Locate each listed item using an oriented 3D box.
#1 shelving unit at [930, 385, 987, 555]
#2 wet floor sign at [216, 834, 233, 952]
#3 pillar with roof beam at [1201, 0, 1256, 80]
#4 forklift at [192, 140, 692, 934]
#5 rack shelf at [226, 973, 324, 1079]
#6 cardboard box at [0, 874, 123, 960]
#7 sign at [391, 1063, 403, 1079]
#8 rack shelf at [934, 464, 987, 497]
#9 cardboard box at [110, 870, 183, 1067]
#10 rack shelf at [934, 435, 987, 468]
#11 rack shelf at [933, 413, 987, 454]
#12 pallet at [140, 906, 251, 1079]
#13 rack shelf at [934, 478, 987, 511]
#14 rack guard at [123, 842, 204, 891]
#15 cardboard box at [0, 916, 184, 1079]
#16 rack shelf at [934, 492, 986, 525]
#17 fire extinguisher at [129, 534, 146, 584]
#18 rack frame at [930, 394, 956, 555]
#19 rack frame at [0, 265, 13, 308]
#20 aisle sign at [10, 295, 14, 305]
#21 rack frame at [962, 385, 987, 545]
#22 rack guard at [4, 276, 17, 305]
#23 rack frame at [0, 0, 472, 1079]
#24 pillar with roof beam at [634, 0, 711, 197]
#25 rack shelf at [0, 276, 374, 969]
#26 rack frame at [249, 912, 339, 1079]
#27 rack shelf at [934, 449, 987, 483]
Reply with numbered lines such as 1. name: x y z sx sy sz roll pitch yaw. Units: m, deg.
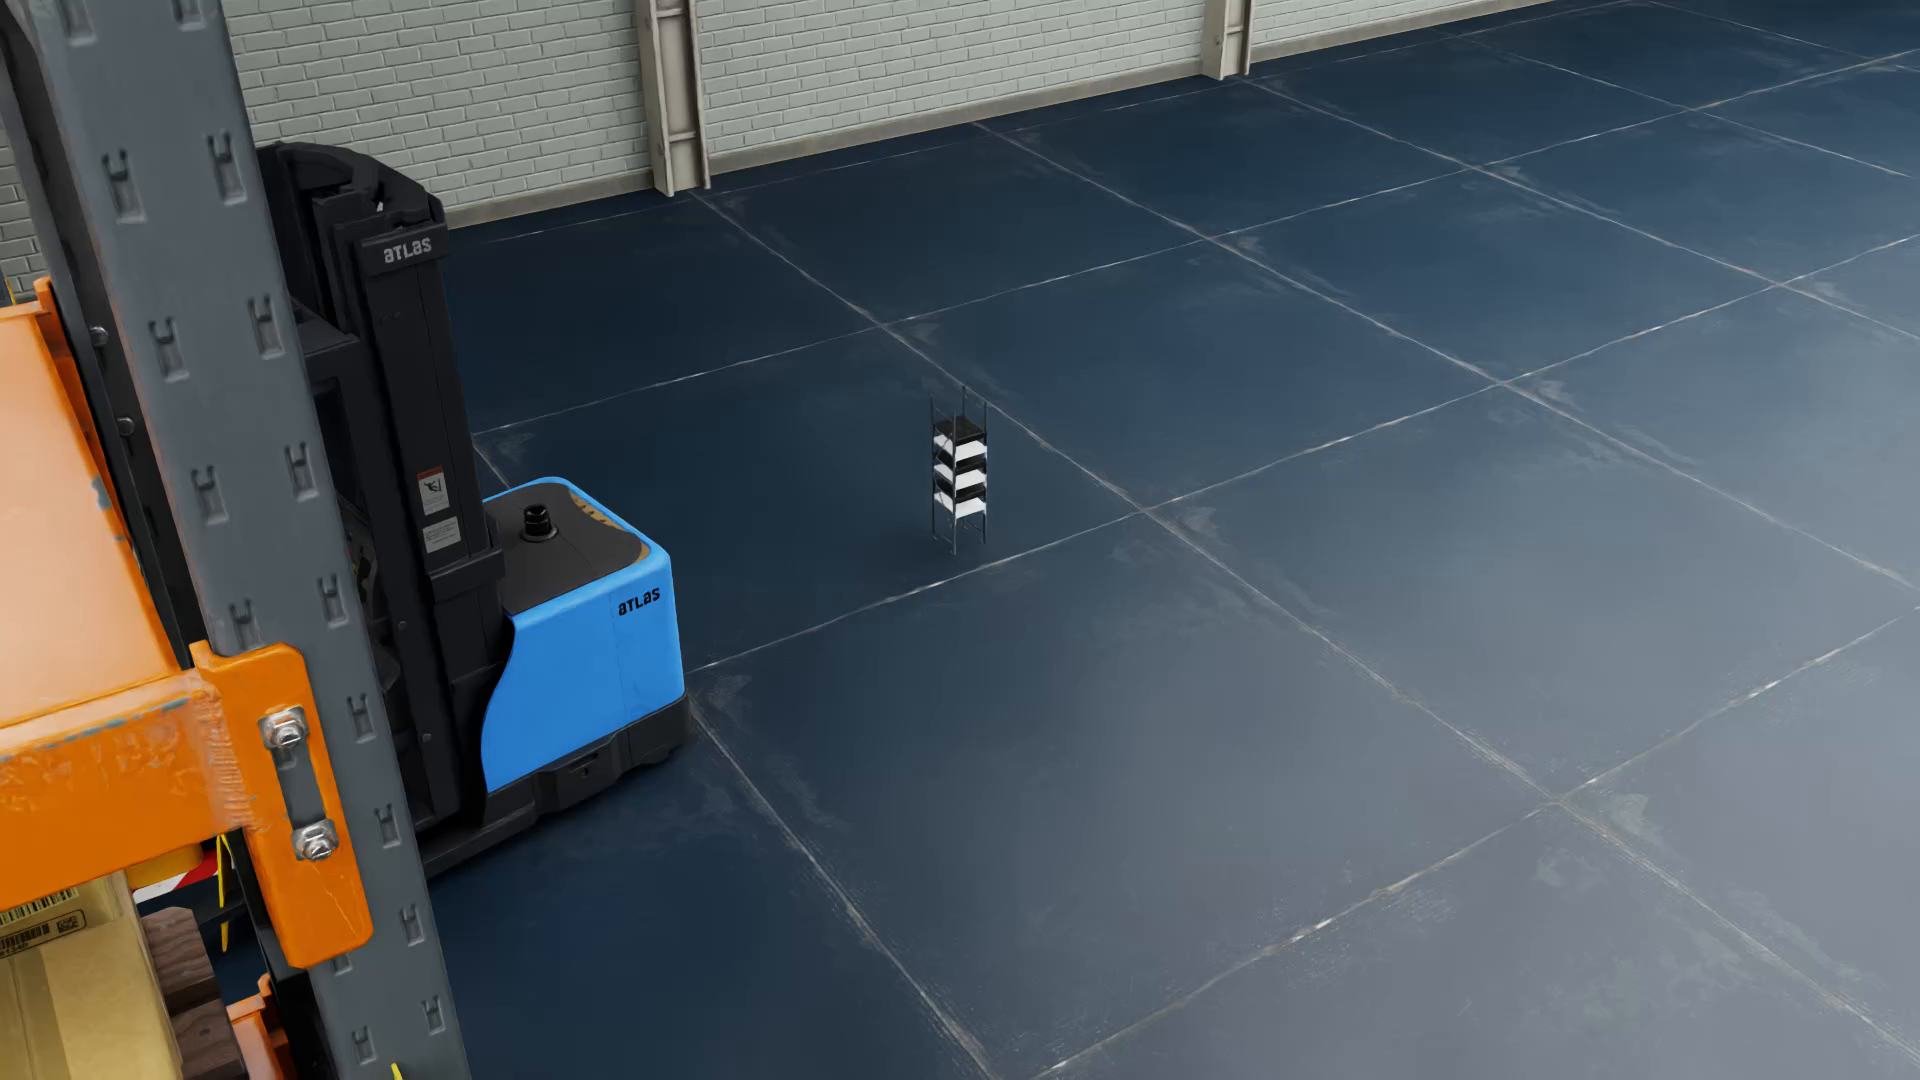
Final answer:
1. shelving unit: -0.007 -0.378 9.128 0.210 0.900 0.258 -19 37 -27
2. wet floor sign: -2.898 1.314 6.684 0.232 0.644 0.267 -7 33 -11
3. pillar with roof beam: 5.015 -6.610 11.416 0.400 9.000 9.100 -19 37 -27
4. forklift: -2.687 0.063 6.525 3.031 2.935 1.130 -26 40 -35
5. rack shelf: -2.551 1.698 1.732 4.000 0.370 1.077 -19 37 -27
6. cardboard box: -1.415 0.557 2.240 0.500 0.250 0.500 -19 37 -27
7. sign: -0.588 0.721 1.849 0.005 0.325 0.100 -19 37 -27
8. rack shelf: -0.007 -0.350 9.146 0.200 0.077 0.258 -19 37 -27
9. cardboard box: -1.332 0.657 2.456 0.250 0.149 0.380 -19 37 -27
10. rack shelf: -0.007 -0.502 9.050 0.200 0.077 0.258 -19 37 -27
11. rack shelf: -0.007 -0.578 9.002 0.200 0.077 0.258 -19 37 -27
12. pallet: -1.488 1.072 2.133 1.213 0.211 1.003 -19 37 -27
13. rack shelf: -0.007 -0.274 9.194 0.200 0.077 0.258 -19 37 -27
14. rack guard: -3.701 0.972 7.361 0.348 0.500 1.175 -19 37 -27
15. cardboard box: -0.970 0.614 1.776 0.250 0.149 0.380 -19 37 -27
16. rack shelf: -0.007 -0.198 9.242 0.200 0.077 0.258 -19 37 -27
17. fire extinguisher: -3.291 0.100 6.475 0.183 0.674 0.296 -19 37 -27
18. rack frame: -0.092 -0.349 9.081 0.006 0.900 0.240 -19 37 -27
19. rack frame: -3.637 -0.107 6.729 0.127 3.000 1.000 -19 37 -27
20. aisle sign: -3.428 -1.094 5.858 0.004 0.787 0.394 -19 37 -27
21. rack frame: 0.079 -0.408 9.174 0.006 0.900 0.240 -19 37 -27
22. rack guard: -6.310 -1.281 10.934 0.348 0.500 1.175 -19 37 -27
23. rack frame: -0.870 -0.454 1.656 0.127 3.000 1.000 -19 37 -27
24. pillar with roof beam: -0.028 -4.876 8.666 0.400 9.000 9.100 -19 37 -27
25. rack shelf: -2.551 0.598 1.038 4.000 0.370 1.077 -19 37 -27
26. rack frame: -0.870 2.084 3.257 0.127 3.000 1.000 -19 37 -27
27. rack shelf: -0.007 -0.426 9.098 0.200 0.077 0.258 -19 37 -27
